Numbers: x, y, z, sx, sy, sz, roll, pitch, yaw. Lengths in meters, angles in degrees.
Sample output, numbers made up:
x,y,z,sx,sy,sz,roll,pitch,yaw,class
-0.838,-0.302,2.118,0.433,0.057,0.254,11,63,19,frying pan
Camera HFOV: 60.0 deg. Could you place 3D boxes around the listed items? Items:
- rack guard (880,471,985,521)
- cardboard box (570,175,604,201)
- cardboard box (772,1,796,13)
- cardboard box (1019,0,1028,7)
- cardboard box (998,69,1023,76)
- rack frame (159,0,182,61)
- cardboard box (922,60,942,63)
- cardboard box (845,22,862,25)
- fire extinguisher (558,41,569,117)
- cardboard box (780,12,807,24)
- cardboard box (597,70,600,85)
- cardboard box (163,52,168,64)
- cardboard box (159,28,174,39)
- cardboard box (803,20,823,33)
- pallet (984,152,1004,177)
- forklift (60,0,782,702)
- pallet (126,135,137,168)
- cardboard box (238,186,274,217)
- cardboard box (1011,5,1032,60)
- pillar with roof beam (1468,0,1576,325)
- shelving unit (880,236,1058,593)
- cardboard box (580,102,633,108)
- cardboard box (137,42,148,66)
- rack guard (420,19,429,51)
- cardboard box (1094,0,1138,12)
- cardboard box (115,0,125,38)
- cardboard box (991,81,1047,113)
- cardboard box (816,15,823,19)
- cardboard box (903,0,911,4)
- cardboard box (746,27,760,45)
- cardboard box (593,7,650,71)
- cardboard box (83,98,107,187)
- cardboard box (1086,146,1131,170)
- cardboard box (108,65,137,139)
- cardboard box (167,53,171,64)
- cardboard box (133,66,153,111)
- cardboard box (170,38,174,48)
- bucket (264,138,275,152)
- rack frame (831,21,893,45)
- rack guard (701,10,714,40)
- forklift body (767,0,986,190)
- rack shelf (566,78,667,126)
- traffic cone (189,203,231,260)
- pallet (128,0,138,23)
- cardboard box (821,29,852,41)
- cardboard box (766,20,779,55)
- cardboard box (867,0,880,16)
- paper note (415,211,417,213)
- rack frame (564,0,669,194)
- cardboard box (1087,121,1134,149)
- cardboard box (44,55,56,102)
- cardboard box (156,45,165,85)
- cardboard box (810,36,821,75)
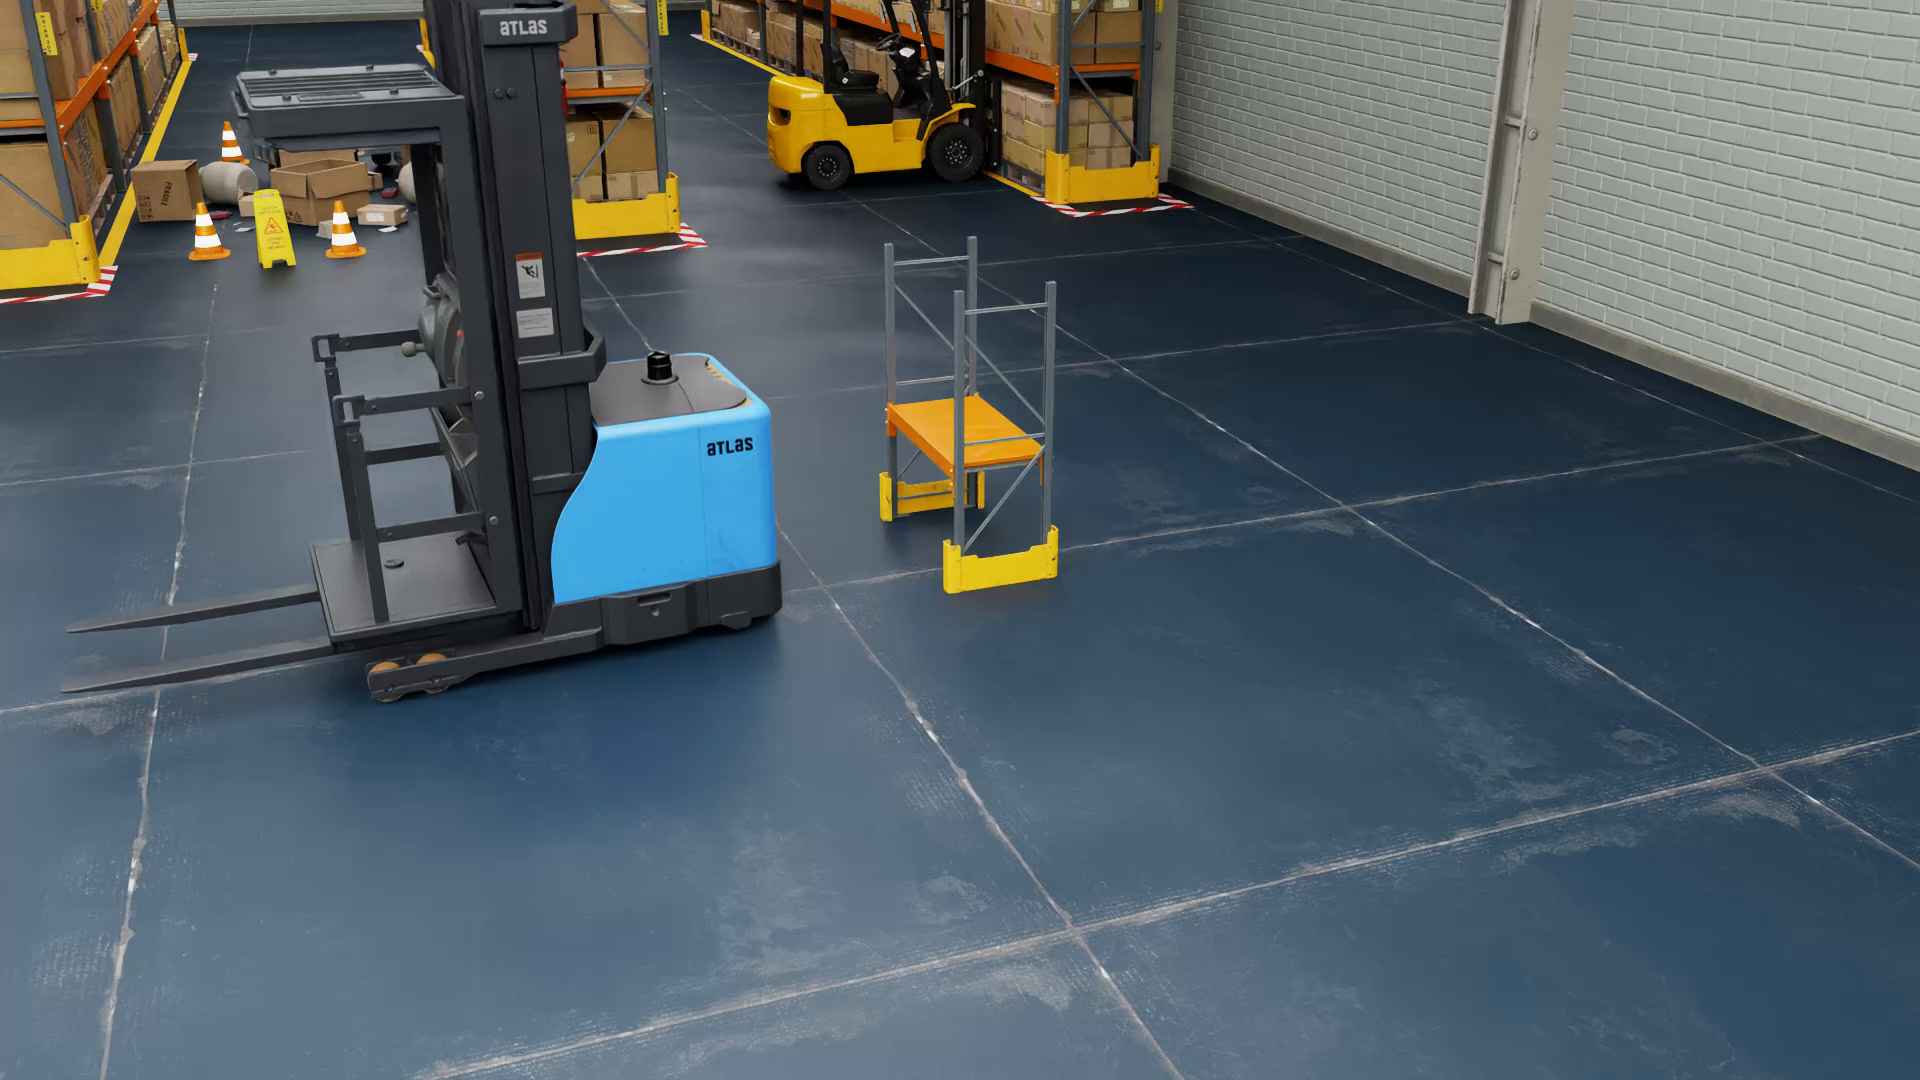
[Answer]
x,y,z,sx,sy,sz,roll,pitch,yaw,class
-0.149,-0.268,9.065,0.587,0.250,0.087,-8,24,-19,rack guard
-3.735,-3.424,16.011,0.500,0.250,0.500,-8,24,-19,cardboard box
-2.772,-8.497,26.508,0.380,0.149,0.250,-10,25,-22,cardboard box
0.839,-5.630,17.281,0.380,0.149,0.250,-9,24,-19,cardboard box
0.753,-5.235,19.020,0.500,0.250,0.500,-8,24,-19,cardboard box
-13.437,-9.329,27.023,1.000,3.000,0.127,-8,24,-19,rack frame
-0.155,-5.655,20.821,0.875,0.625,0.625,-7,24,-17,cardboard box
-1.507,-7.685,24.963,0.380,0.149,0.250,-10,25,-21,cardboard box
-3.580,-4.091,14.694,0.296,0.674,0.183,-8,24,-19,fire extinguisher
-2.637,-8.266,26.343,0.380,0.149,0.250,-10,25,-22,cardboard box
-3.219,-4.358,15.550,0.380,0.149,0.250,-8,24,-18,cardboard box
-11.853,-7.069,24.406,0.380,0.149,0.250,-7,24,-17,cardboard box
-12.589,-7.957,26.131,0.380,0.149,0.250,-7,24,-17,cardboard box
-2.227,-7.792,25.217,0.380,0.149,0.250,-10,25,-22,cardboard box
0.716,-4.344,18.784,1.003,0.211,1.213,-8,24,-19,pallet
-2.398,-0.892,7.094,3.031,2.935,1.130,-10,25,-22,forklift
-9.976,-4.398,18.914,1.003,0.211,1.213,-8,24,-19,pallet
-6.868,-3.338,16.327,0.396,0.266,0.258,-4,23,-10,cardboard box
0.858,-5.293,17.317,0.500,0.500,0.500,-8,24,-17,cardboard box
0.142,-5.285,9.702,9.100,9.000,0.400,-8,24,-19,pillar with roof beam
0.027,-0.663,8.393,0.587,1.500,1.083,-8,24,-19,shelving unit
-3.583,-4.216,16.925,0.500,0.500,0.500,-8,24,-18,cardboard box
-10.807,-6.278,21.495,0.500,0.250,0.500,-9,24,-20,cardboard box
-8.850,-8.902,29.228,1.175,0.500,0.348,-8,24,-19,rack guard
1.575,-5.418,16.779,0.380,0.149,0.250,-9,24,-20,cardboard box
-9.849,-5.979,18.944,0.500,0.500,0.500,-9,24,-20,cardboard box
0.625,-4.793,17.971,0.500,0.250,0.500,-8,24,-18,cardboard box
-2.033,-8.142,26.048,0.380,0.149,0.250,-8,24,-18,cardboard box
-0.373,-6.672,20.268,0.500,0.250,0.500,-9,24,-20,cardboard box
-3.384,-8.500,28.034,0.396,0.266,0.258,-7,24,-17,cardboard box
-3.098,-4.625,15.350,0.500,0.500,0.500,-9,24,-20,cardboard box
-9.041,-3.946,16.444,0.875,0.875,0.875,-8,24,-18,cardboard box
1.462,-4.046,17.487,0.500,0.250,0.500,-8,24,-19,cardboard box
-10.168,-5.029,19.175,1.050,0.750,0.750,-8,24,-18,cardboard box
-12.349,-7.398,25.571,0.380,0.149,0.250,-9,24,-20,cardboard box
-10.622,-5.756,21.223,0.500,0.500,0.500,-9,25,-21,cardboard box
-12.603,-7.819,26.186,0.380,0.149,0.250,-8,24,-18,cardboard box
-6.993,-4.428,17.652,0.726,0.611,0.620,0,13,-1,bucket
-1.374,-7.821,23.444,1.000,3.000,0.127,-8,24,-19,rack frame
-4.173,-9.548,30.760,1.175,0.500,0.348,-8,24,-19,rack guard
-0.924,-4.962,17.753,2.313,2.155,1.214,-8,24,-19,forklift body
-3.896,-4.627,16.792,1.077,0.370,4.000,-8,24,-19,rack shelf
-6.644,-2.735,14.642,0.336,0.463,0.334,-8,24,-19,traffic cone
-10.962,-6.579,20.743,1.213,0.211,1.003,-8,24,-19,pallet
-1.785,-7.306,24.065,0.380,0.149,0.250,-10,25,-22,cardboard box
-2.826,-8.109,26.806,0.500,0.500,0.500,-7,24,-17,cardboard box
-0.902,-6.999,21.686,0.500,0.250,0.500,-8,24,-17,cardboard box
-5.362,-3.241,16.427,0.032,0.001,0.123,-8,24,-19,paper note
-3.190,-4.232,14.928,1.000,3.000,0.127,-8,24,-19,rack frame
1.481,-4.270,17.375,0.500,0.250,0.500,-8,24,-18,cardboard box
-8.173,-3.910,13.973,0.875,0.550,0.550,-8,24,-19,cardboard box
-11.527,-6.683,23.422,0.500,0.500,0.500,-9,24,-20,cardboard box
-1.891,-7.170,24.577,0.500,0.500,0.500,-9,24,-20,cardboard box
